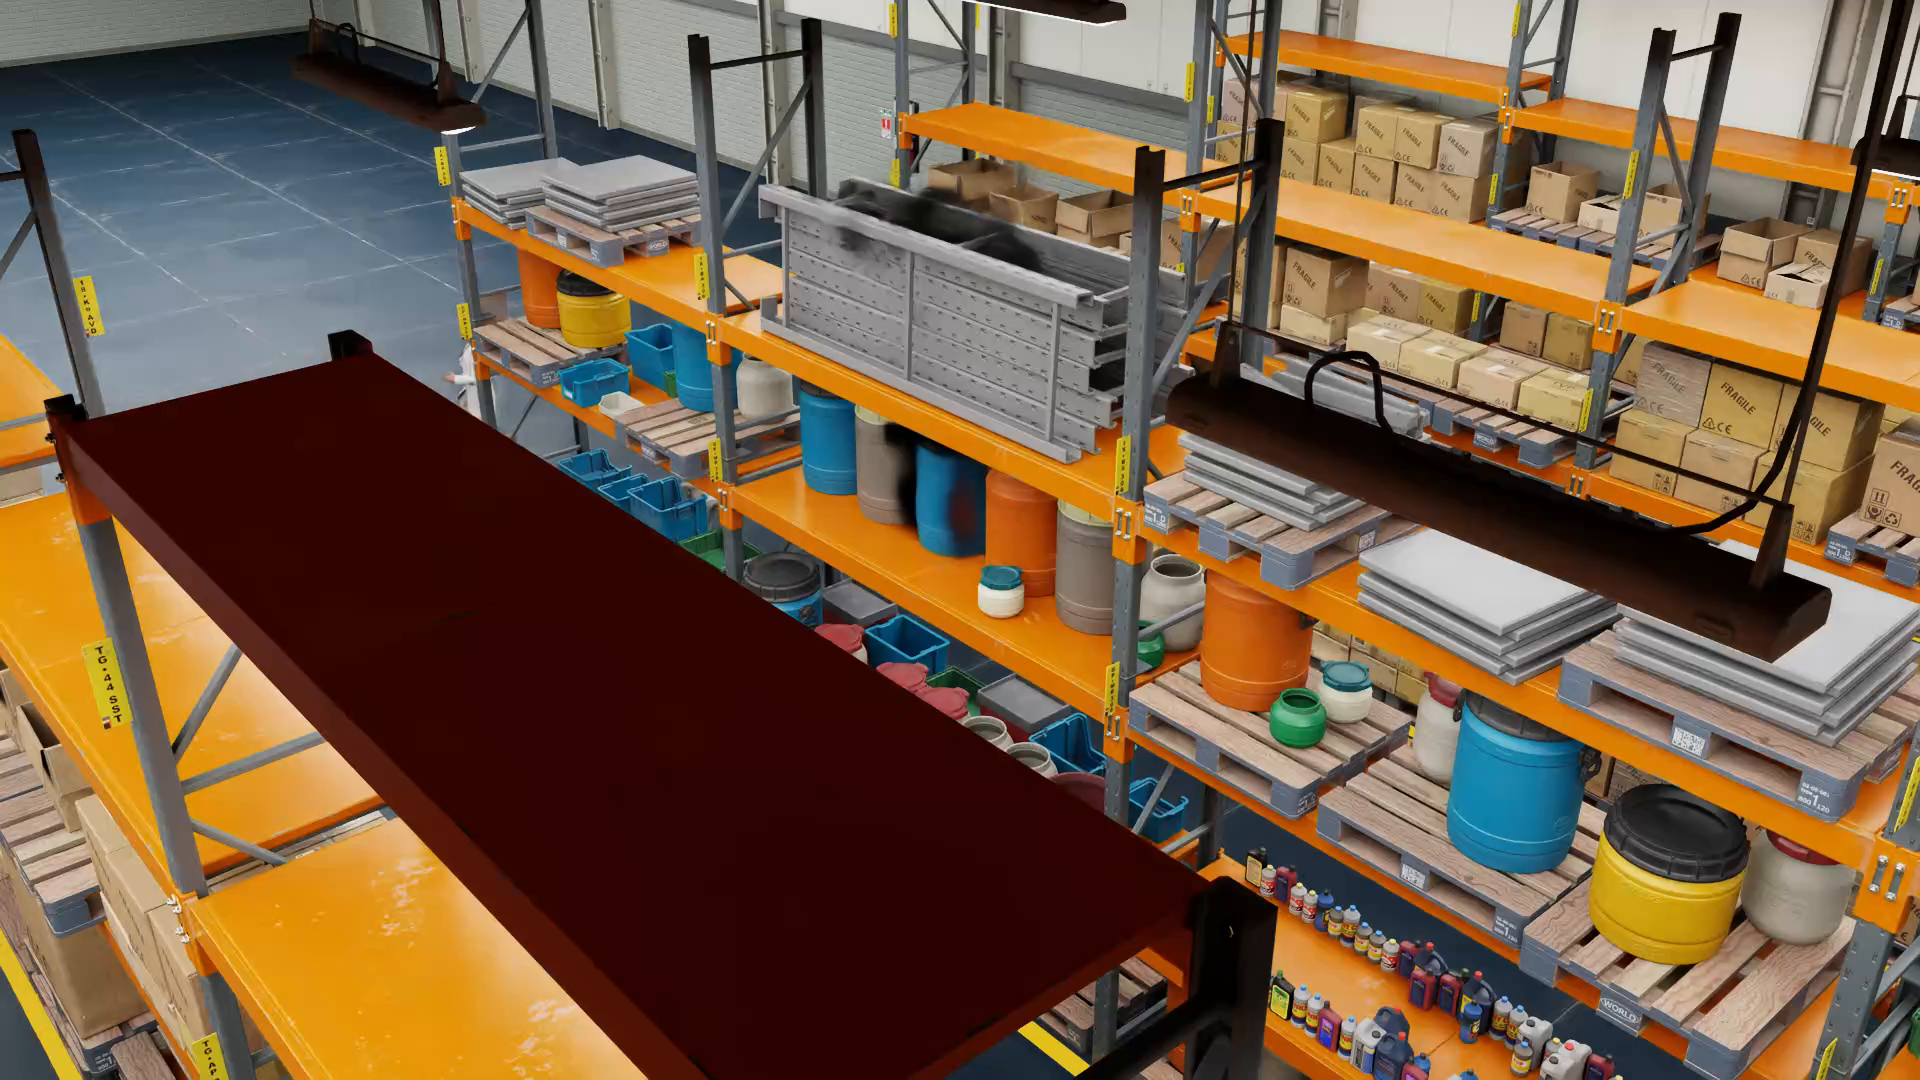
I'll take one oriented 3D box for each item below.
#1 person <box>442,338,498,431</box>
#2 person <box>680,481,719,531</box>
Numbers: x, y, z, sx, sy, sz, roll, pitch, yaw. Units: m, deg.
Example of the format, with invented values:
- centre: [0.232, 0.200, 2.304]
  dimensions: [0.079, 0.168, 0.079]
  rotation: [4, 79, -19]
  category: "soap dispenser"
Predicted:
- centre: [-5.496, -1.668, 18.906]
  dimensions: [0.705, 1.746, 0.695]
  rotation: [-8, 28, -16]
  category: "person"
- centre: [-2.476, -0.395, 16.511]
  dimensions: [0.636, 1.688, 0.697]
  rotation: [-23, 35, -37]
  category: "person"
